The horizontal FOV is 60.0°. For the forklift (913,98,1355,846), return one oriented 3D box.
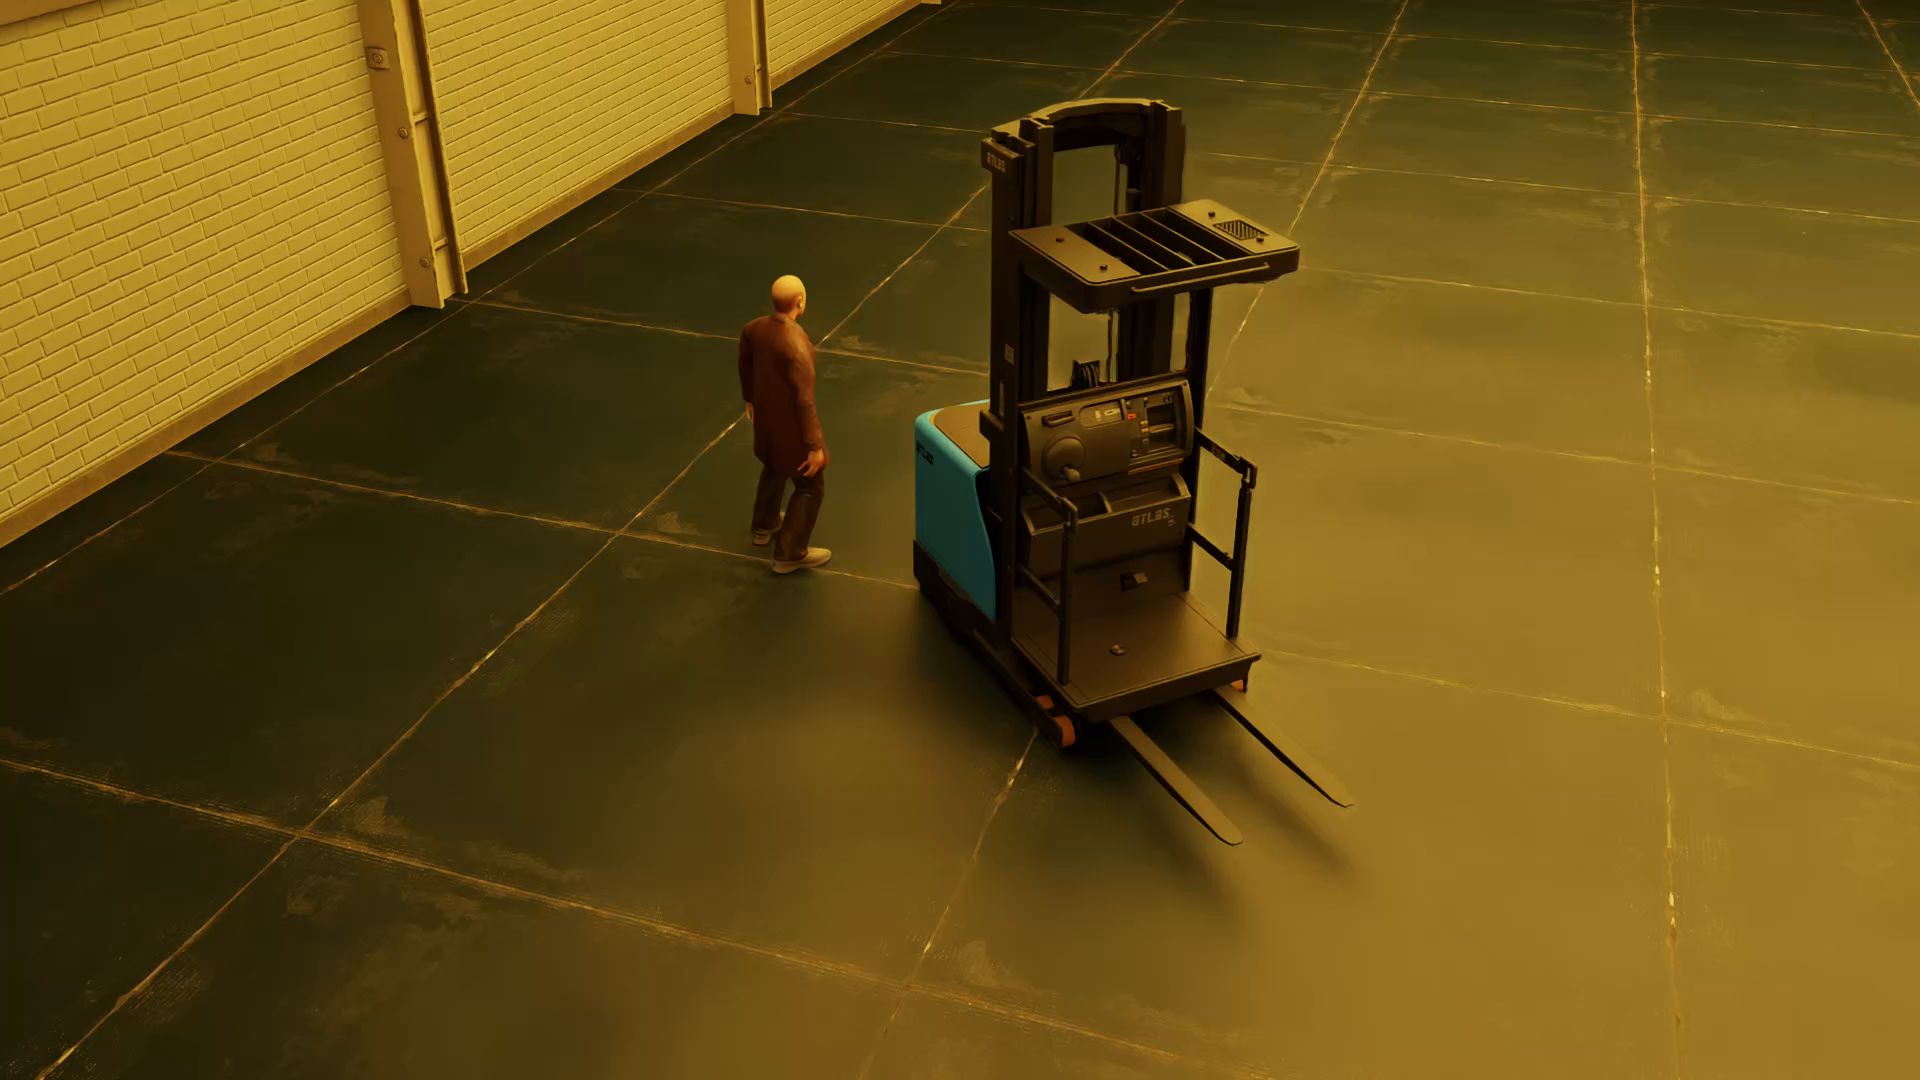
[{"bbox_3d":[0.831,-0.486,7.989,1.130,2.935,3.031,-14,32,-22],"label":"forklift"}]

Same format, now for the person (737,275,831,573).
[{"bbox_3d":[-0.998,-0.667,9.506,0.422,1.751,0.878,-22,37,-34],"label":"person"}]
